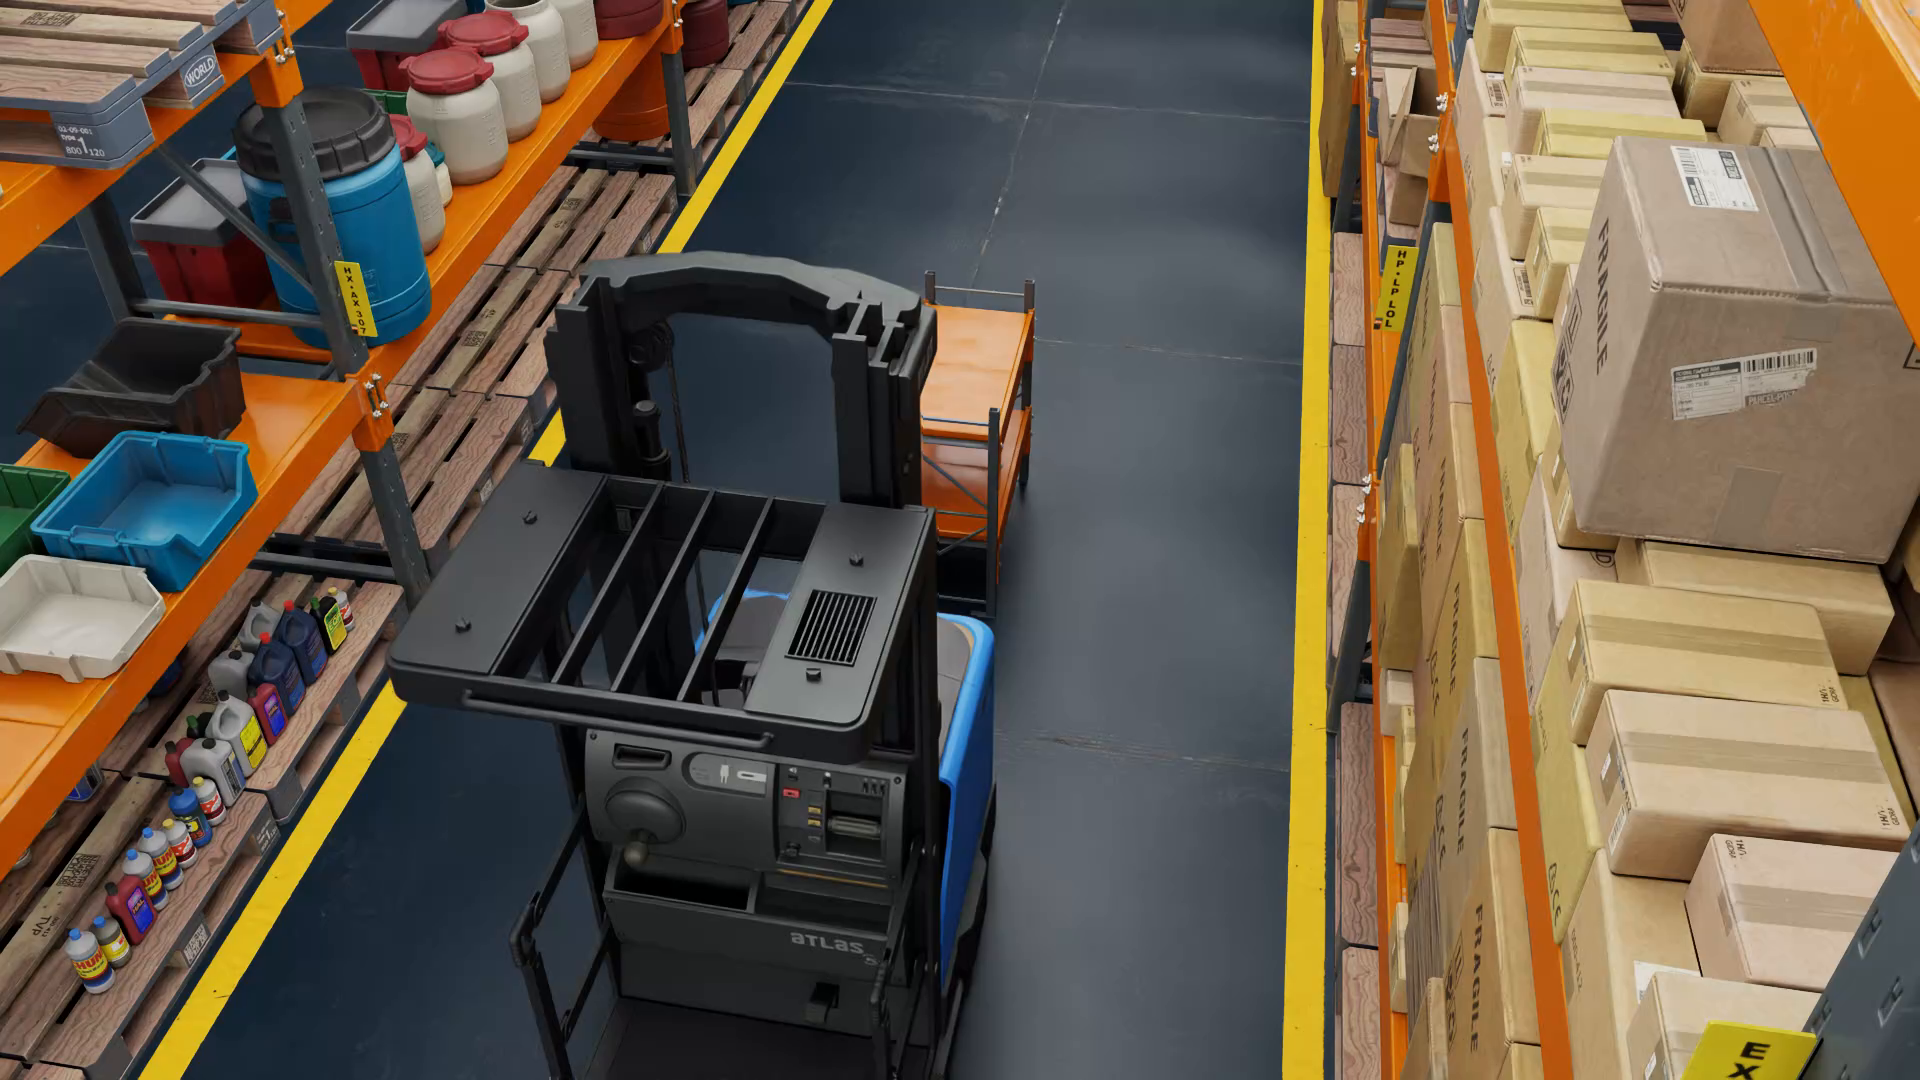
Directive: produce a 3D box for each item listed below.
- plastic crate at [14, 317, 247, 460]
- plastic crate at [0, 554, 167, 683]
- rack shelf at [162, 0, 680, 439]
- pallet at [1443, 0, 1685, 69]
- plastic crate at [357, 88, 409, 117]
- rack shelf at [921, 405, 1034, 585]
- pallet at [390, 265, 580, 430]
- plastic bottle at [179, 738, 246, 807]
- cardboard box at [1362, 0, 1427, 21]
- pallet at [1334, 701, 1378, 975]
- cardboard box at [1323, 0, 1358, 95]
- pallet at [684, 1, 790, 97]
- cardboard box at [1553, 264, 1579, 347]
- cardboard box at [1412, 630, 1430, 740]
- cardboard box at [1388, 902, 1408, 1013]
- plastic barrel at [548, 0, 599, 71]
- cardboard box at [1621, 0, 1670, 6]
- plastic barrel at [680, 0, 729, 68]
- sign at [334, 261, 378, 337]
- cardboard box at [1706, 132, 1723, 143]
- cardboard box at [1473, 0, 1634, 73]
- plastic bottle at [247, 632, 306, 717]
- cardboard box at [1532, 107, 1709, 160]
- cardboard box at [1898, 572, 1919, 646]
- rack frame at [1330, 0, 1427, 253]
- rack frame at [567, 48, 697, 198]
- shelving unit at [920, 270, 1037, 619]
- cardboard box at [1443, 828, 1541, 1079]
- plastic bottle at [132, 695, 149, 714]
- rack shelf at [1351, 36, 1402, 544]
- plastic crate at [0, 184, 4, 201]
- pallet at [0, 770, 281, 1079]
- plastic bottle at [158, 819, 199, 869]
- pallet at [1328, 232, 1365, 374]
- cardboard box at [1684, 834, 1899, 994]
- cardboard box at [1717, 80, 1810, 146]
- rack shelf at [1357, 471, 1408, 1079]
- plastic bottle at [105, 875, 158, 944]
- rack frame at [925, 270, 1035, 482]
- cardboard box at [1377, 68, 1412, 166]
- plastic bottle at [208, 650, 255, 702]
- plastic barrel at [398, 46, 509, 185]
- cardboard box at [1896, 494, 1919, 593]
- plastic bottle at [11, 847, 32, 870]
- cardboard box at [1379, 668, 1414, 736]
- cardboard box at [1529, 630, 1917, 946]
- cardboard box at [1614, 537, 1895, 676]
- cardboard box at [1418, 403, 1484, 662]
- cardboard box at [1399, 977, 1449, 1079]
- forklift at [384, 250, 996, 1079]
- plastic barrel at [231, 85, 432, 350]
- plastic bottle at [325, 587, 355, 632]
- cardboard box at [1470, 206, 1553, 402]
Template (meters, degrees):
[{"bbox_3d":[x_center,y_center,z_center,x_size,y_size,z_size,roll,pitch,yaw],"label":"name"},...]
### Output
[{"bbox_3d":[-3.078,-0.547,6.203,0.767,0.338,0.504,6,40,8],"label":"plastic crate"},{"bbox_3d":[-2.894,0.263,5.382,0.530,0.136,0.437,6,40,8],"label":"plastic crate"},{"bbox_3d":[-2.516,-1.863,8.311,1.077,0.370,4.000,6,40,8],"label":"rack shelf"},{"bbox_3d":[2.228,-1.799,5.462,1.213,0.211,1.003,6,40,8],"label":"pallet"},{"bbox_3d":[-2.839,-1.928,7.991,0.450,0.188,0.662,6,40,8],"label":"plastic crate"},{"bbox_3d":[0.001,-0.249,7.649,0.538,0.278,1.000,6,40,8],"label":"rack shelf"},{"bbox_3d":[-2.556,-1.076,8.982,1.003,0.211,1.213,6,40,8],"label":"pallet"},{"bbox_3d":[-2.811,0.855,6.251,0.152,0.276,0.135,7,40,8],"label":"plastic bottle"},{"bbox_3d":[2.550,-3.225,9.315,0.500,0.500,0.500,8,40,9],"label":"cardboard box"},{"bbox_3d":[1.935,1.161,6.277,1.003,0.211,1.213,6,40,8],"label":"pallet"},{"bbox_3d":[3.010,-3.182,10.679,1.225,0.875,0.875,7,40,8],"label":"cardboard box"},{"bbox_3d":[-1.861,-3.584,12.016,1.003,0.211,1.213,6,40,8],"label":"pallet"},{"bbox_3d":[1.457,-0.433,3.468,0.380,0.149,0.250,7,40,9],"label":"cardboard box"},{"bbox_3d":[1.769,0.418,4.676,0.875,0.500,0.500,6,40,8],"label":"cardboard box"},{"bbox_3d":[1.326,1.113,4.344,0.380,0.149,0.250,6,40,8],"label":"cardboard box"},{"bbox_3d":[-2.138,-2.770,8.755,0.421,0.512,0.421,0,40,0],"label":"plastic barrel"},{"bbox_3d":[2.195,-1.981,5.124,0.797,0.503,0.637,5,40,5],"label":"cardboard box"},{"bbox_3d":[-1.907,-3.646,11.466,0.600,0.588,0.708,6,40,8],"label":"plastic barrel"},{"bbox_3d":[-2.322,-0.925,6.394,0.100,0.325,0.005,6,40,8],"label":"sign"},{"bbox_3d":[2.094,-0.796,4.219,0.500,0.250,0.500,7,40,9],"label":"cardboard box"},{"bbox_3d":[1.656,-1.421,4.663,0.380,0.149,0.250,5,40,6],"label":"cardboard box"},{"bbox_3d":[-2.723,0.522,6.595,0.144,0.351,0.185,5,40,5],"label":"plastic bottle"},{"bbox_3d":[1.610,-0.920,4.056,0.380,0.149,0.250,8,40,9],"label":"cardboard box"},{"bbox_3d":[1.825,0.133,2.783,0.380,0.149,0.250,6,40,8],"label":"cardboard box"},{"bbox_3d":[2.708,-2.850,8.940,1.000,3.000,0.127,6,40,8],"label":"rack frame"},{"bbox_3d":[-2.170,-3.396,9.600,1.000,3.000,0.127,6,40,8],"label":"rack frame"},{"bbox_3d":[0.001,-0.438,7.494,0.538,1.125,1.048,6,40,8],"label":"shelving unit"},{"bbox_3d":[1.257,0.946,3.253,0.500,0.500,0.500,6,40,8],"label":"cardboard box"},{"bbox_3d":[-3.317,0.562,6.609,0.097,0.271,0.097,0,40,0],"label":"plastic bottle"},{"bbox_3d":[2.362,-1.317,7.651,1.077,0.370,4.000,6,40,8],"label":"rack shelf"},{"bbox_3d":[-2.742,-0.888,4.420,0.243,0.136,0.396,6,40,8],"label":"plastic crate"},{"bbox_3d":[-3.228,1.374,6.019,1.003,0.211,1.213,6,40,8],"label":"pallet"},{"bbox_3d":[-2.840,1.090,6.025,0.097,0.201,0.097,0,40,0],"label":"plastic bottle"},{"bbox_3d":[2.572,-1.285,9.235,1.003,0.211,1.213,6,40,8],"label":"pallet"},{"bbox_3d":[1.225,0.560,2.266,0.380,0.149,0.250,5,40,6],"label":"cardboard box"},{"bbox_3d":[2.150,-1.031,4.190,0.380,0.149,0.250,5,40,5],"label":"cardboard box"},{"bbox_3d":[1.670,1.193,4.614,1.077,0.370,4.000,6,40,8],"label":"rack shelf"},{"bbox_3d":[-2.876,1.259,5.757,0.061,0.283,0.133,7,40,8],"label":"plastic bottle"},{"bbox_3d":[0.089,-0.757,7.879,0.500,1.125,0.032,6,40,8],"label":"rack frame"},{"bbox_3d":[2.192,-1.927,7.612,0.500,0.250,0.500,5,40,6],"label":"cardboard box"},{"bbox_3d":[-2.873,0.550,6.619,0.152,0.276,0.135,6,40,8],"label":"plastic bottle"},{"bbox_3d":[-2.354,-1.975,7.774,0.433,0.535,0.433,0,40,0],"label":"plastic barrel"},{"bbox_3d":[1.847,-0.233,2.716,0.500,0.500,0.500,6,40,7],"label":"cardboard box"},{"bbox_3d":[-3.448,1.093,6.022,0.097,0.201,0.097,0,40,0],"label":"plastic bottle"},{"bbox_3d":[1.493,0.485,5.103,0.380,0.149,0.250,6,40,8],"label":"cardboard box"},{"bbox_3d":[1.241,0.428,2.738,0.500,0.250,0.500,7,40,8],"label":"cardboard box"},{"bbox_3d":[1.350,0.074,2.853,0.380,0.149,0.250,7,40,8],"label":"cardboard box"},{"bbox_3d":[1.516,0.004,4.391,0.500,0.500,0.500,6,40,8],"label":"cardboard box"},{"bbox_3d":[1.415,1.349,3.550,0.875,0.500,0.500,6,40,8],"label":"cardboard box"},{"bbox_3d":[-0.648,0.838,4.533,1.130,2.935,3.031,7,40,8],"label":"forklift"},{"bbox_3d":[-2.497,-1.288,6.657,0.600,0.901,0.708,6,40,8],"label":"plastic barrel"},{"bbox_3d":[-2.618,0.285,6.998,0.097,0.201,0.097,0,40,0],"label":"plastic bottle"},{"bbox_3d":[1.503,-0.540,3.910,0.500,0.250,0.500,5,40,6],"label":"cardboard box"}]
